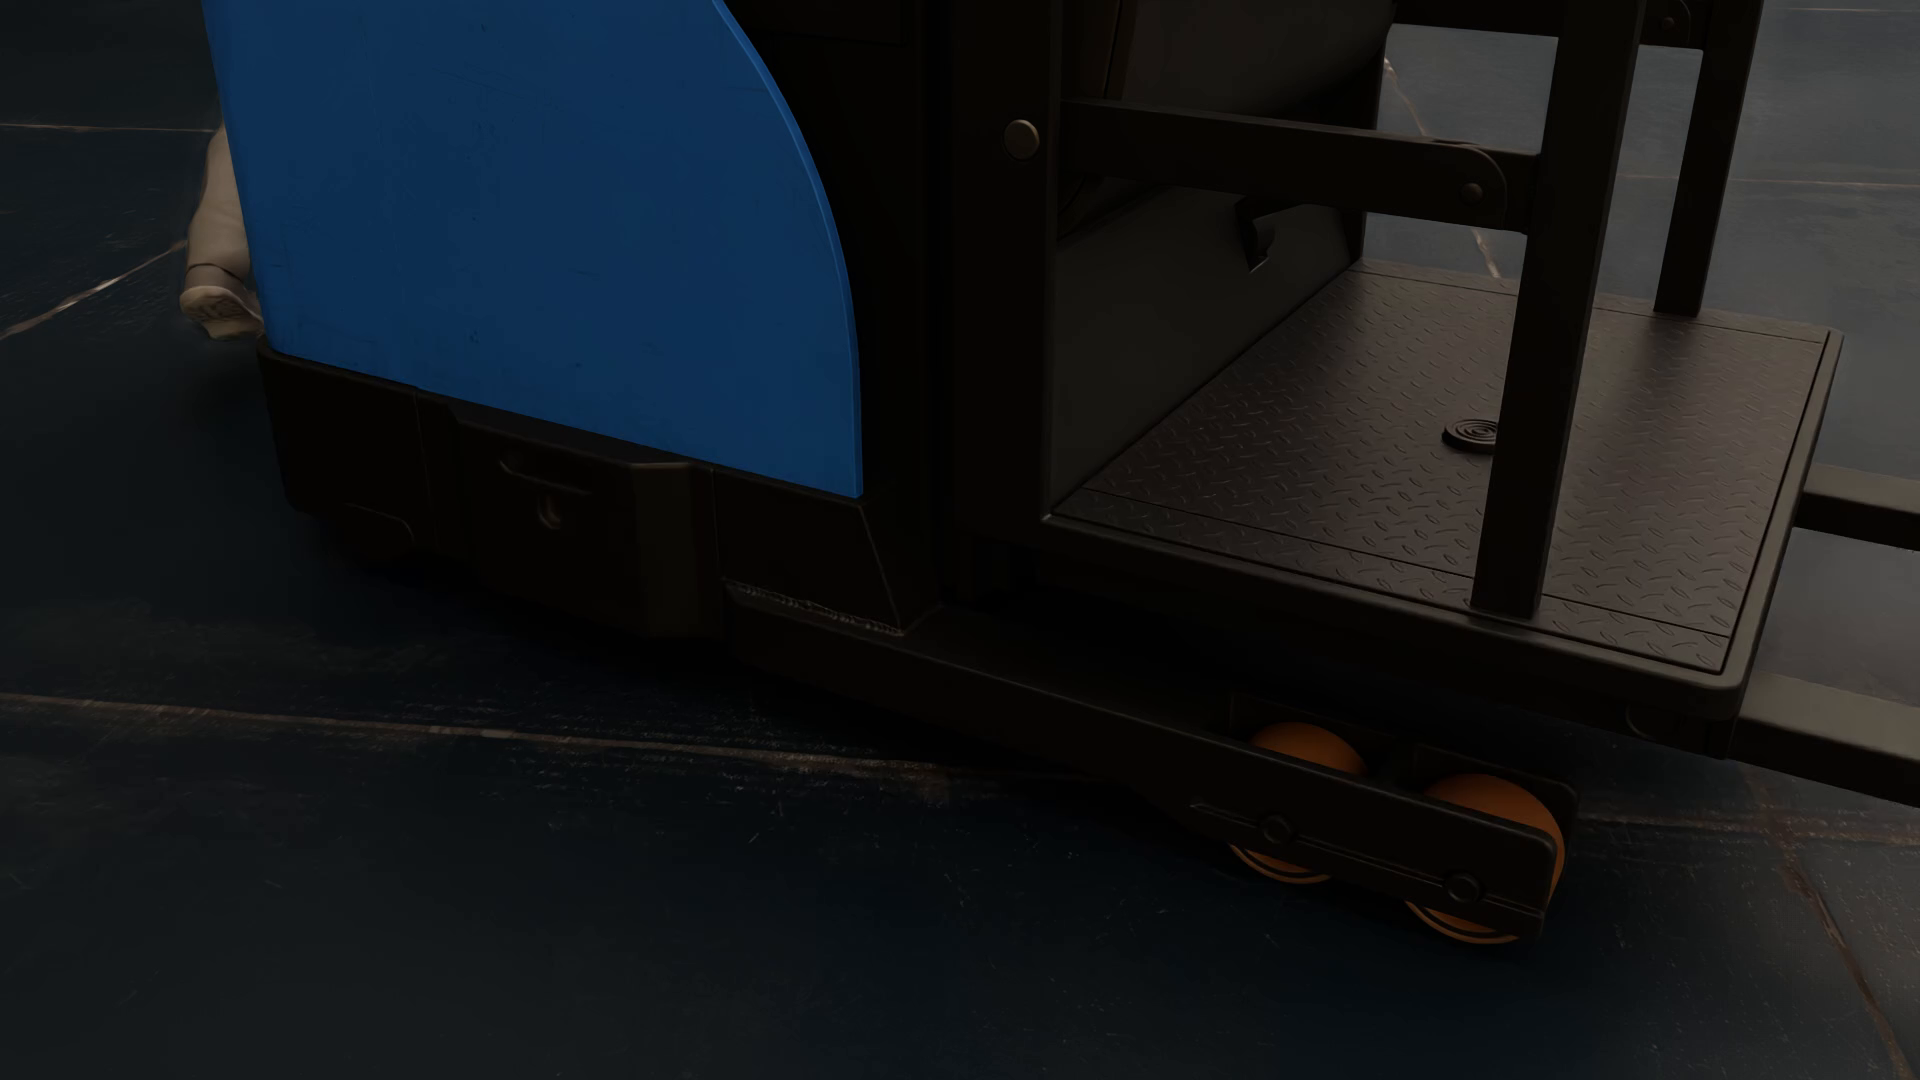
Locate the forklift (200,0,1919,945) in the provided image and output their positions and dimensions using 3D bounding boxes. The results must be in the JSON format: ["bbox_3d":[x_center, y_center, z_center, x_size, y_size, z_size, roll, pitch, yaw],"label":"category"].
[{"bbox_3d":[0.529,-1.176,1.574,3.031,2.935,1.130,14,30,26],"label":"forklift"}]

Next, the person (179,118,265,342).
[{"bbox_3d":[-0.921,-1.075,2.987,1.000,1.438,0.711,-1,27,-3],"label":"person"}]
